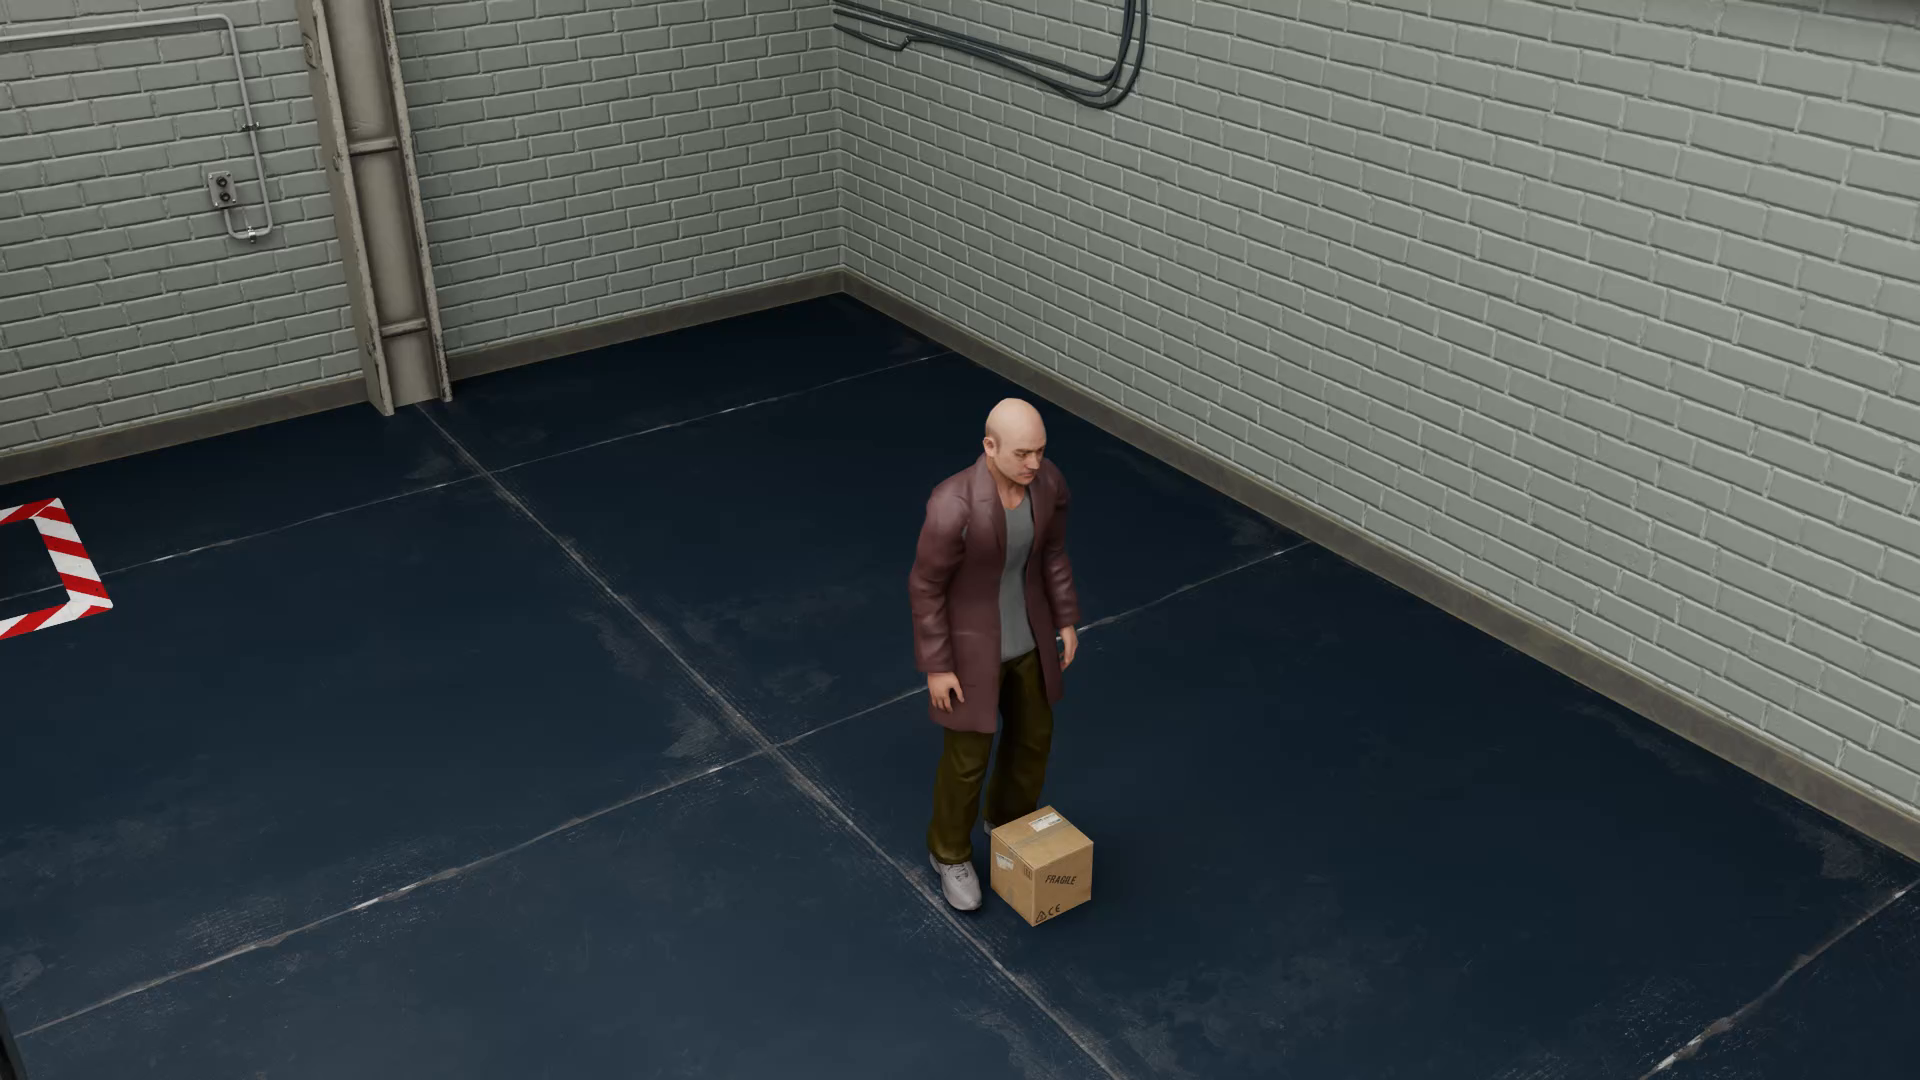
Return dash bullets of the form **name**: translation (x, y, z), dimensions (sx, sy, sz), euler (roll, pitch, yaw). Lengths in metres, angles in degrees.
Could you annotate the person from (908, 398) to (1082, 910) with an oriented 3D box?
- **person**: translation (0.127, 0.349, 5.488), dimensions (0.643, 1.774, 0.424), euler (-18, 33, -30)
